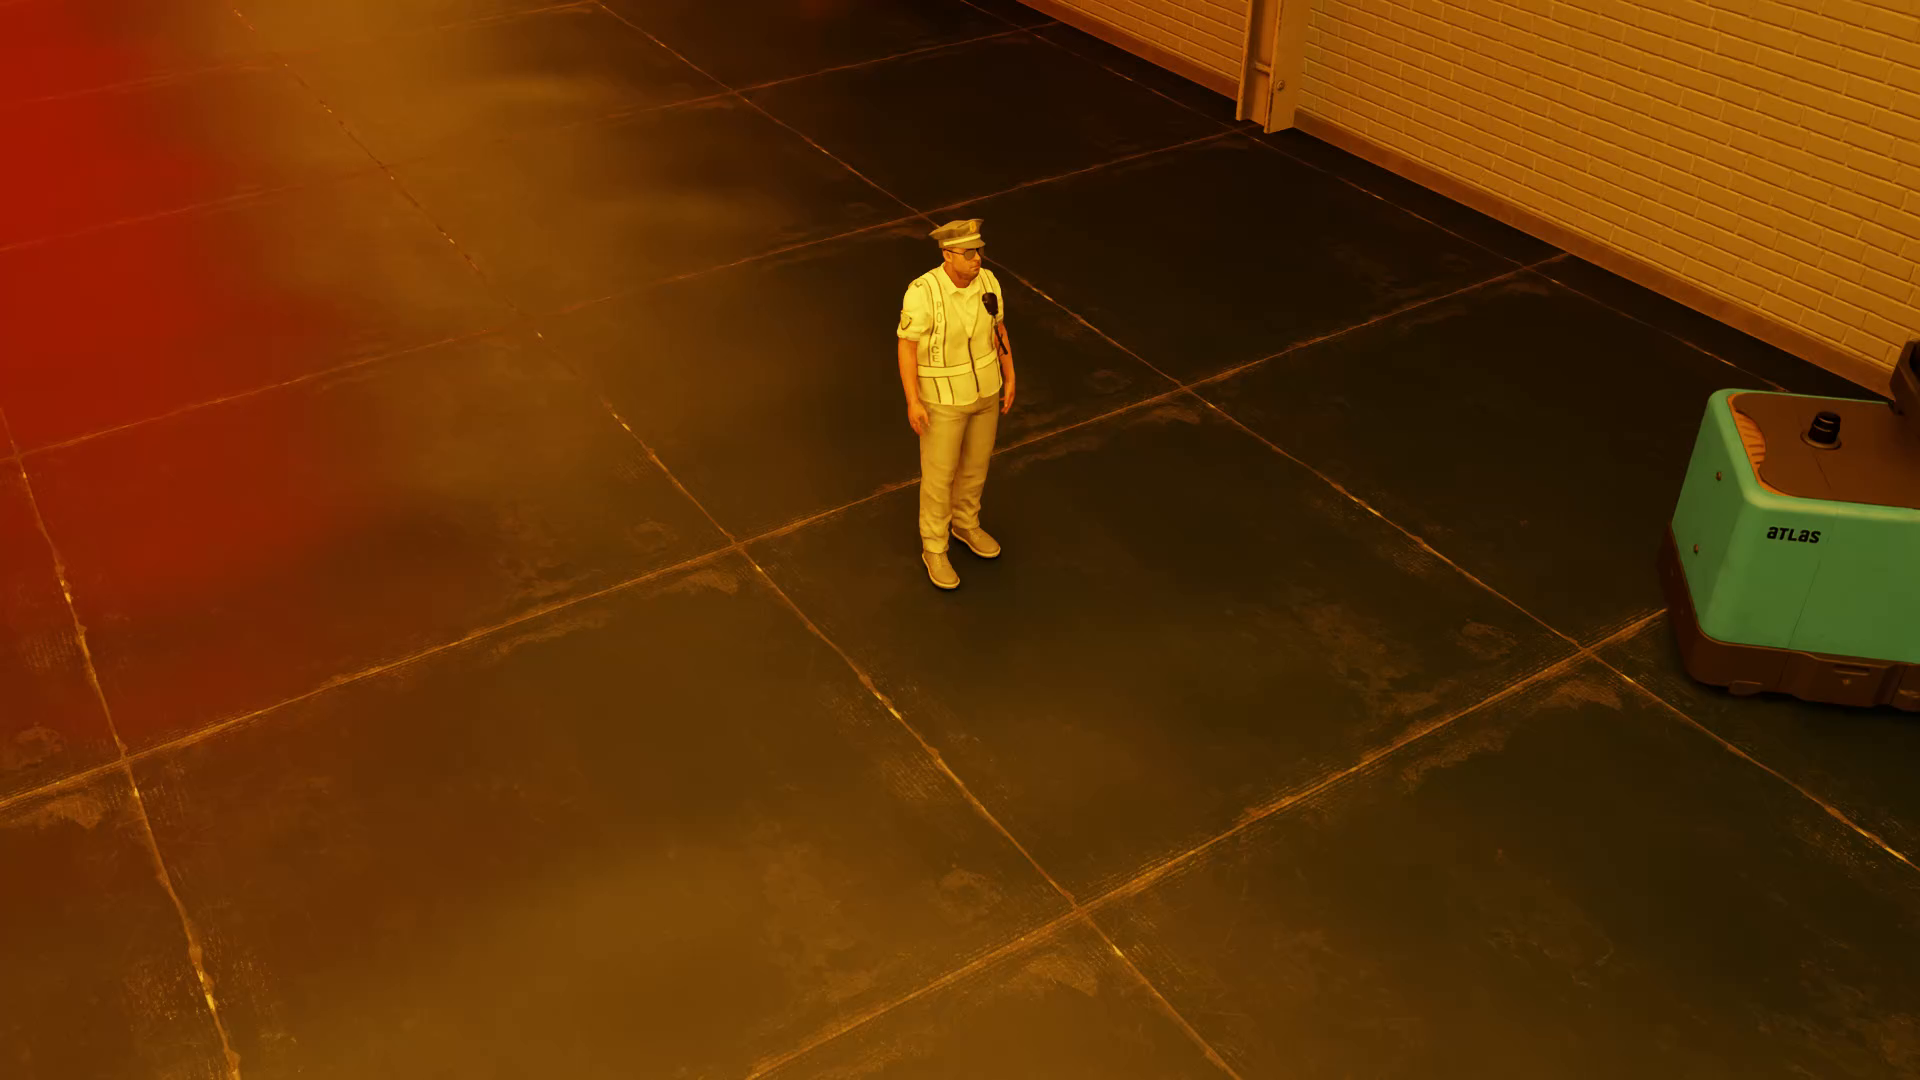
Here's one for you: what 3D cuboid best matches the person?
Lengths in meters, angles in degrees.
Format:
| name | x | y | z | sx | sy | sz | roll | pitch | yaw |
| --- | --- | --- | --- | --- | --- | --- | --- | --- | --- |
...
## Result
| name | x | y | z | sx | sy | sz | roll | pitch | yaw |
| --- | --- | --- | --- | --- | --- | --- | --- | --- | --- |
| person | 0.033 | -0.695 | 8.121 | 0.641 | 1.781 | 0.573 | -21 | 40 | -27 |

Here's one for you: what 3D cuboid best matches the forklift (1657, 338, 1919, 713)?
| name | x | y | z | sx | sy | sz | roll | pitch | yaw |
| --- | --- | --- | --- | --- | --- | --- | --- | --- | --- |
| forklift | 4.932 | -0.621 | 7.031 | 3.031 | 2.935 | 1.130 | 6 | 36 | 9 |
